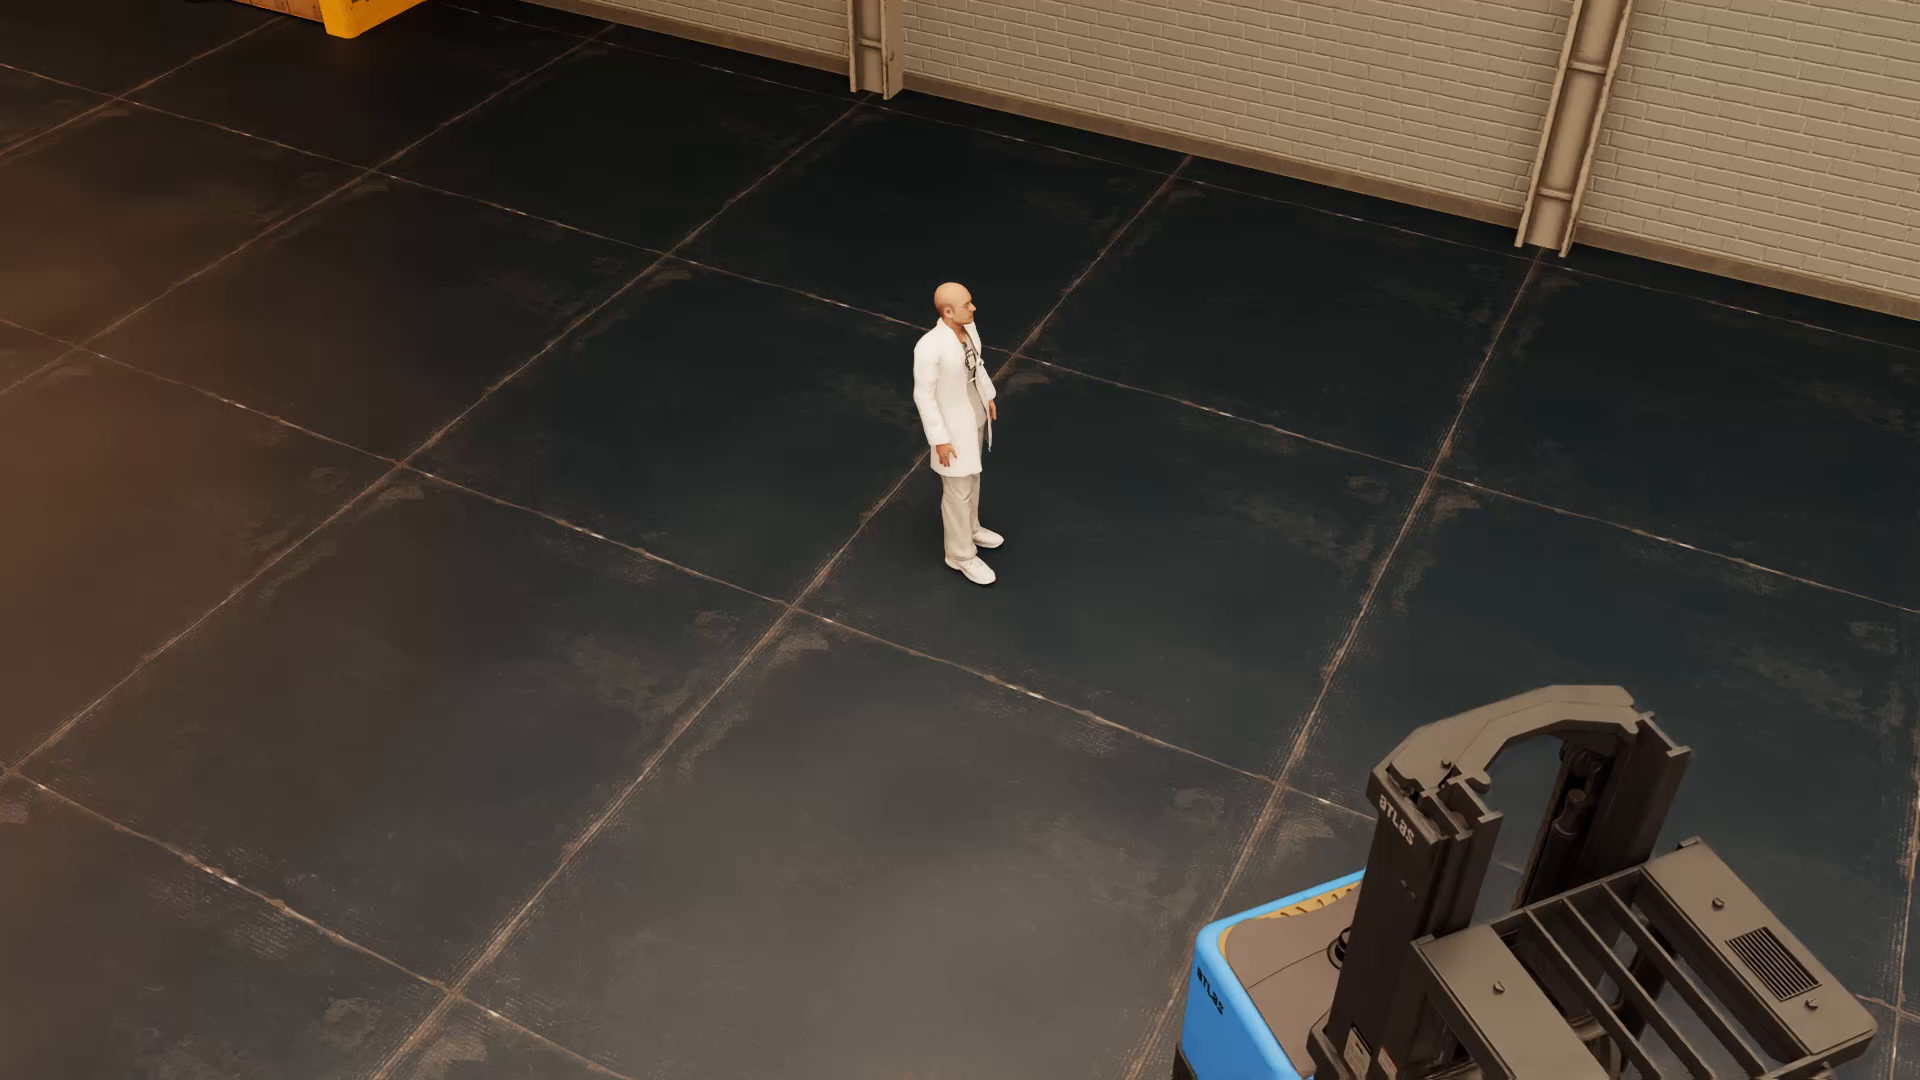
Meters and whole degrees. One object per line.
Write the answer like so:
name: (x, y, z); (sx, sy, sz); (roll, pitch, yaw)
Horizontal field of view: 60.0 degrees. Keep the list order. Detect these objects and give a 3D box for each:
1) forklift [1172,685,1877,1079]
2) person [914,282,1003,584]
forklift: (1.962, 2.037, 5.568); (1.130, 2.935, 3.031); (-15, 42, -17)
person: (0.082, -0.656, 9.649); (0.573, 1.777, 0.698); (18, 43, 21)
